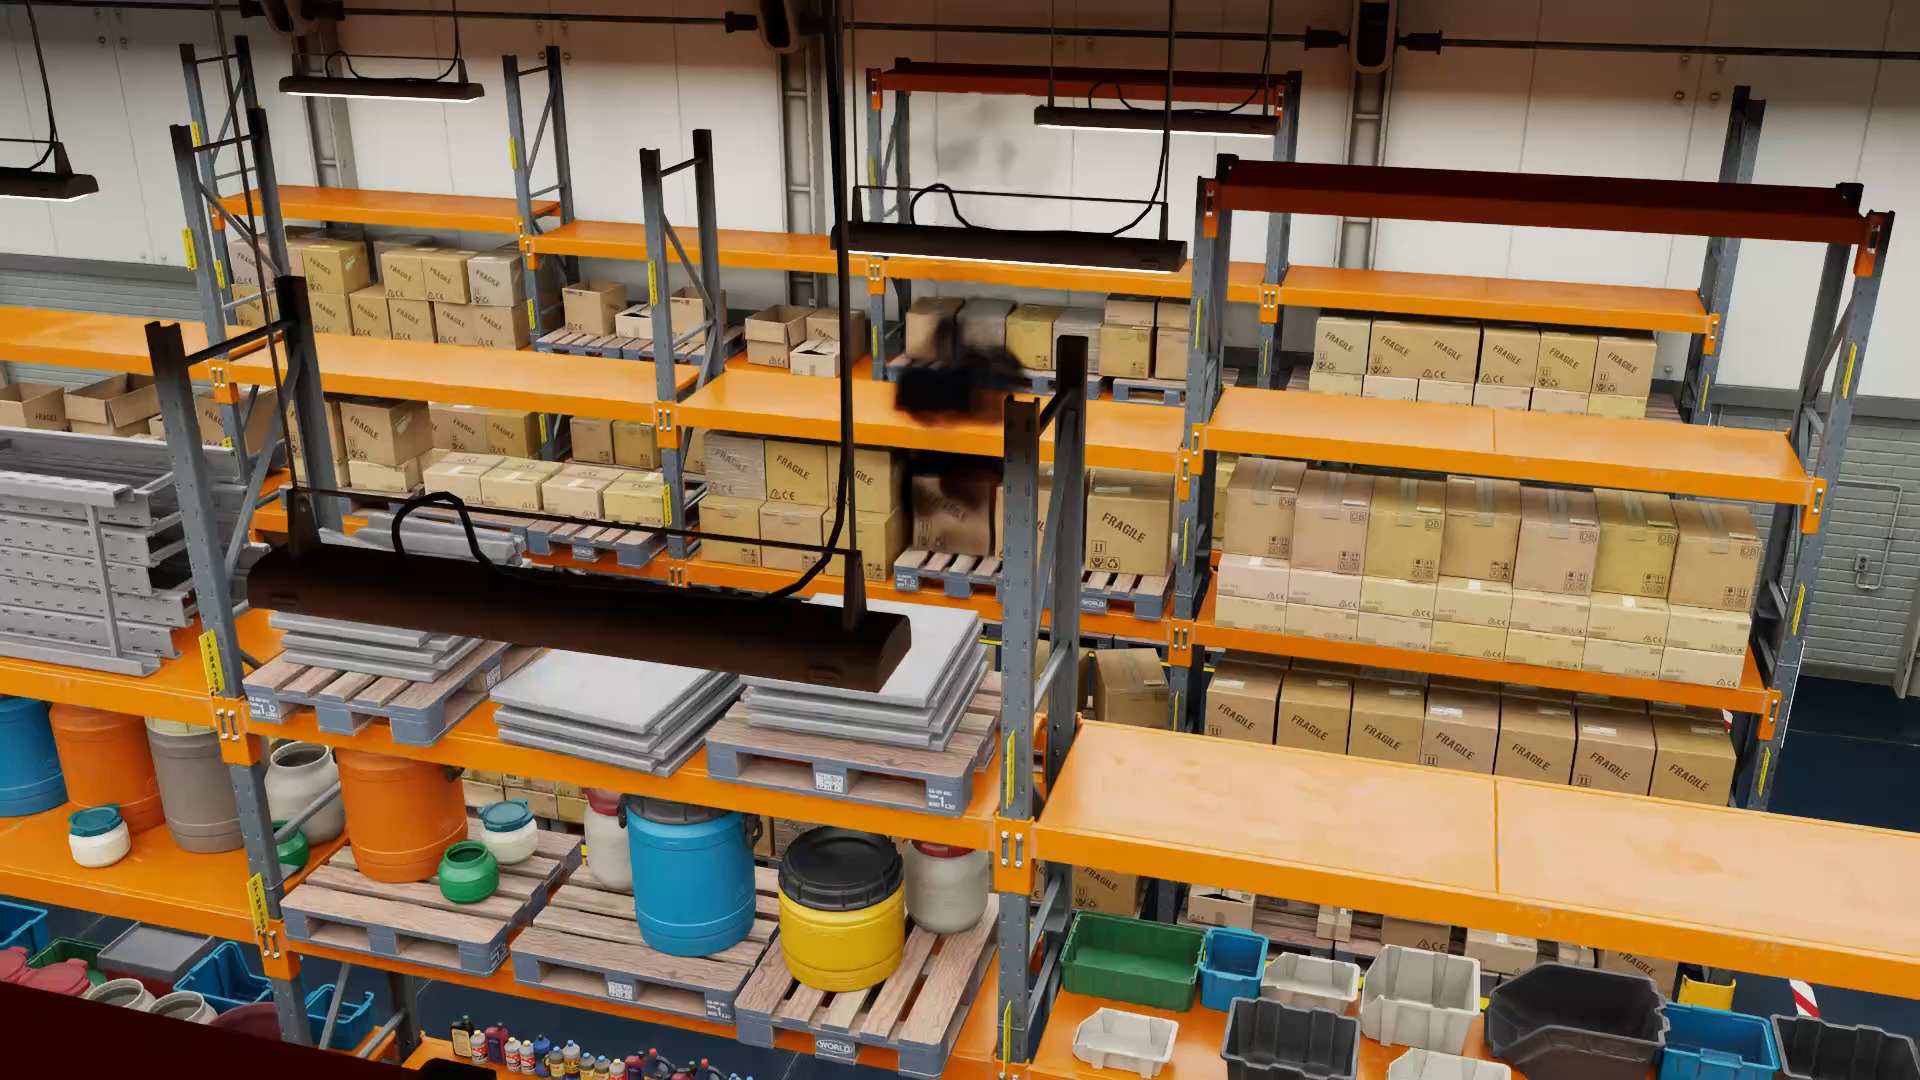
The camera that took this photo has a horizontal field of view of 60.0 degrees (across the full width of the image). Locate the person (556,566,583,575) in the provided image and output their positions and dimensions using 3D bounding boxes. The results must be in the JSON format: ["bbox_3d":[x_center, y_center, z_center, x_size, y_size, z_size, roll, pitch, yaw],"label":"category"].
[{"bbox_3d":[-3.932,0.727,16.938,0.711,1.638,0.504,2,23,6],"label":"person"}]
